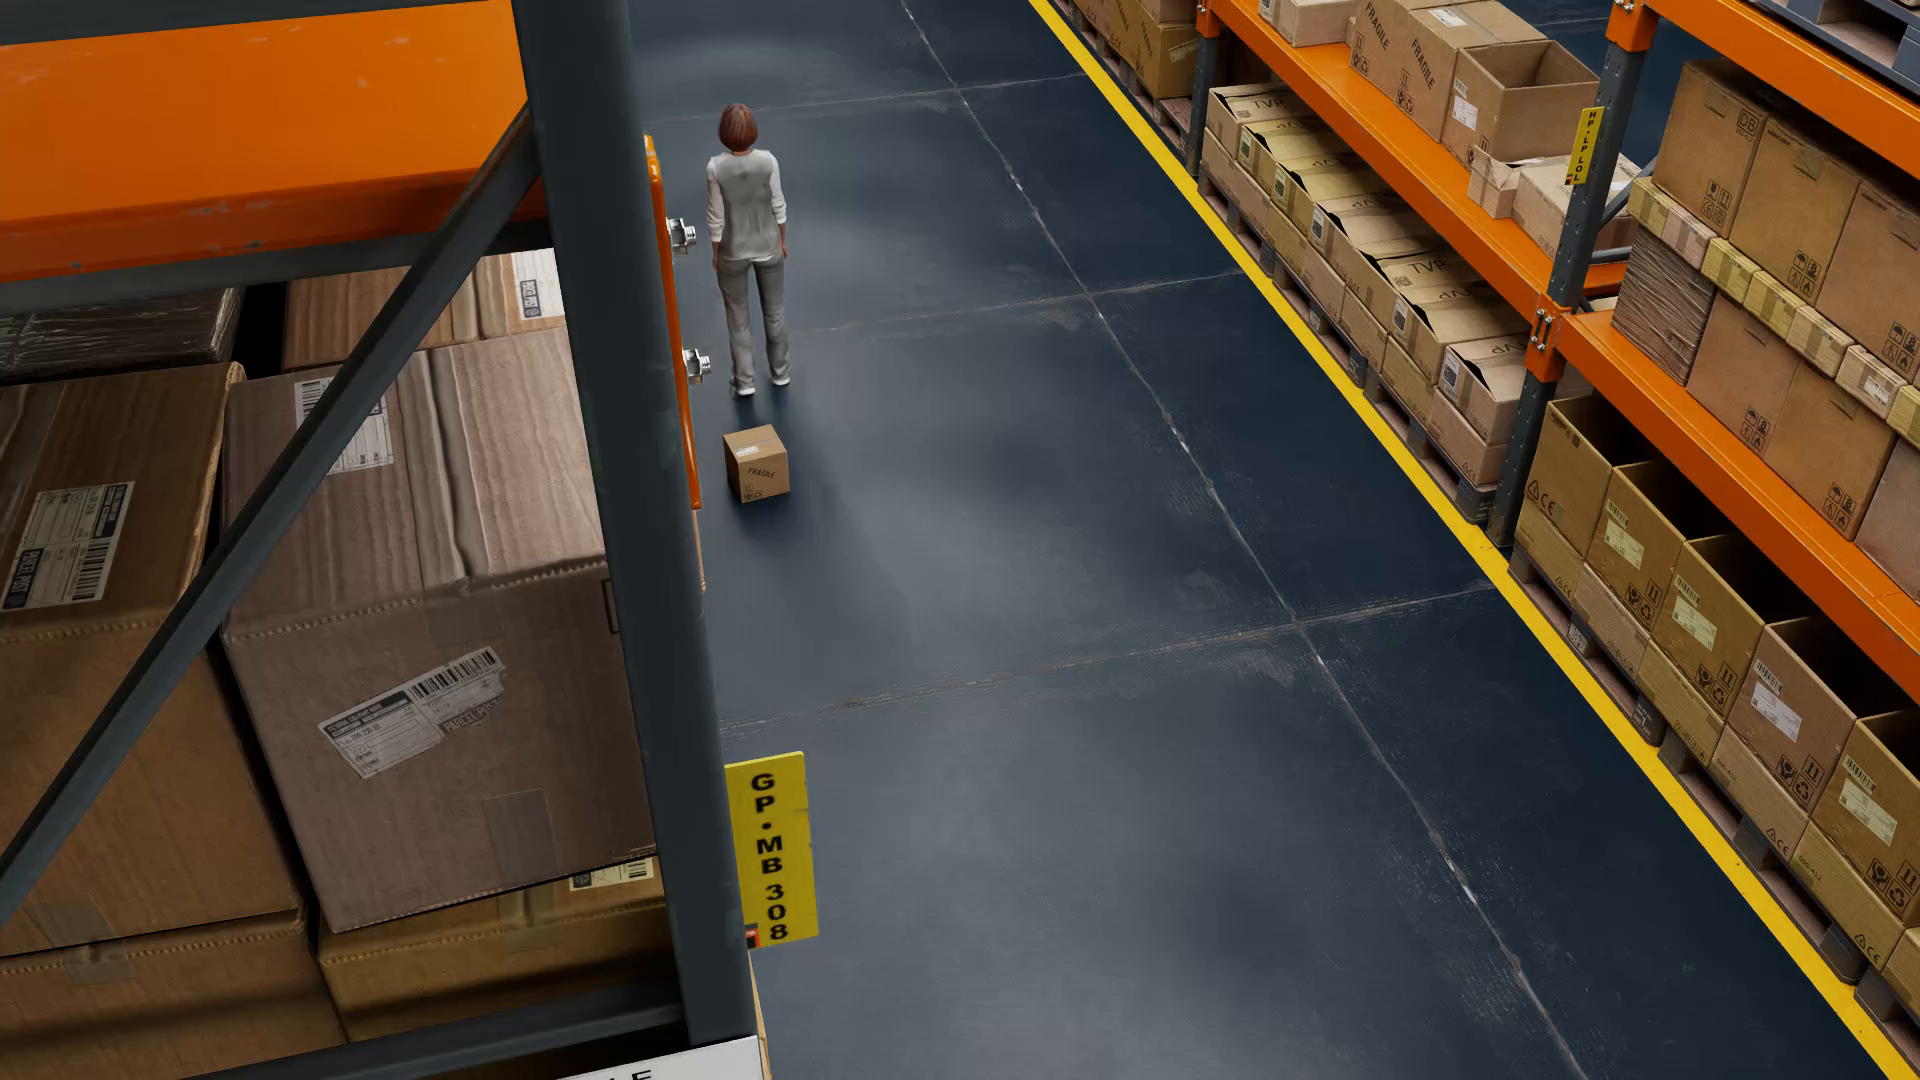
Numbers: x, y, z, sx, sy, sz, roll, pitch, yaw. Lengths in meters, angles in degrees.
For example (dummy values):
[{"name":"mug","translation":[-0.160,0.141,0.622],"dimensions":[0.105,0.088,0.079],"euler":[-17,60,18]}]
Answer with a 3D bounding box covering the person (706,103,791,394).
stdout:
[{"name":"person","translation":[-1.081,-1.475,8.514],"dimensions":[0.412,1.628,0.331],"euler":[-10,40,-13]}]
